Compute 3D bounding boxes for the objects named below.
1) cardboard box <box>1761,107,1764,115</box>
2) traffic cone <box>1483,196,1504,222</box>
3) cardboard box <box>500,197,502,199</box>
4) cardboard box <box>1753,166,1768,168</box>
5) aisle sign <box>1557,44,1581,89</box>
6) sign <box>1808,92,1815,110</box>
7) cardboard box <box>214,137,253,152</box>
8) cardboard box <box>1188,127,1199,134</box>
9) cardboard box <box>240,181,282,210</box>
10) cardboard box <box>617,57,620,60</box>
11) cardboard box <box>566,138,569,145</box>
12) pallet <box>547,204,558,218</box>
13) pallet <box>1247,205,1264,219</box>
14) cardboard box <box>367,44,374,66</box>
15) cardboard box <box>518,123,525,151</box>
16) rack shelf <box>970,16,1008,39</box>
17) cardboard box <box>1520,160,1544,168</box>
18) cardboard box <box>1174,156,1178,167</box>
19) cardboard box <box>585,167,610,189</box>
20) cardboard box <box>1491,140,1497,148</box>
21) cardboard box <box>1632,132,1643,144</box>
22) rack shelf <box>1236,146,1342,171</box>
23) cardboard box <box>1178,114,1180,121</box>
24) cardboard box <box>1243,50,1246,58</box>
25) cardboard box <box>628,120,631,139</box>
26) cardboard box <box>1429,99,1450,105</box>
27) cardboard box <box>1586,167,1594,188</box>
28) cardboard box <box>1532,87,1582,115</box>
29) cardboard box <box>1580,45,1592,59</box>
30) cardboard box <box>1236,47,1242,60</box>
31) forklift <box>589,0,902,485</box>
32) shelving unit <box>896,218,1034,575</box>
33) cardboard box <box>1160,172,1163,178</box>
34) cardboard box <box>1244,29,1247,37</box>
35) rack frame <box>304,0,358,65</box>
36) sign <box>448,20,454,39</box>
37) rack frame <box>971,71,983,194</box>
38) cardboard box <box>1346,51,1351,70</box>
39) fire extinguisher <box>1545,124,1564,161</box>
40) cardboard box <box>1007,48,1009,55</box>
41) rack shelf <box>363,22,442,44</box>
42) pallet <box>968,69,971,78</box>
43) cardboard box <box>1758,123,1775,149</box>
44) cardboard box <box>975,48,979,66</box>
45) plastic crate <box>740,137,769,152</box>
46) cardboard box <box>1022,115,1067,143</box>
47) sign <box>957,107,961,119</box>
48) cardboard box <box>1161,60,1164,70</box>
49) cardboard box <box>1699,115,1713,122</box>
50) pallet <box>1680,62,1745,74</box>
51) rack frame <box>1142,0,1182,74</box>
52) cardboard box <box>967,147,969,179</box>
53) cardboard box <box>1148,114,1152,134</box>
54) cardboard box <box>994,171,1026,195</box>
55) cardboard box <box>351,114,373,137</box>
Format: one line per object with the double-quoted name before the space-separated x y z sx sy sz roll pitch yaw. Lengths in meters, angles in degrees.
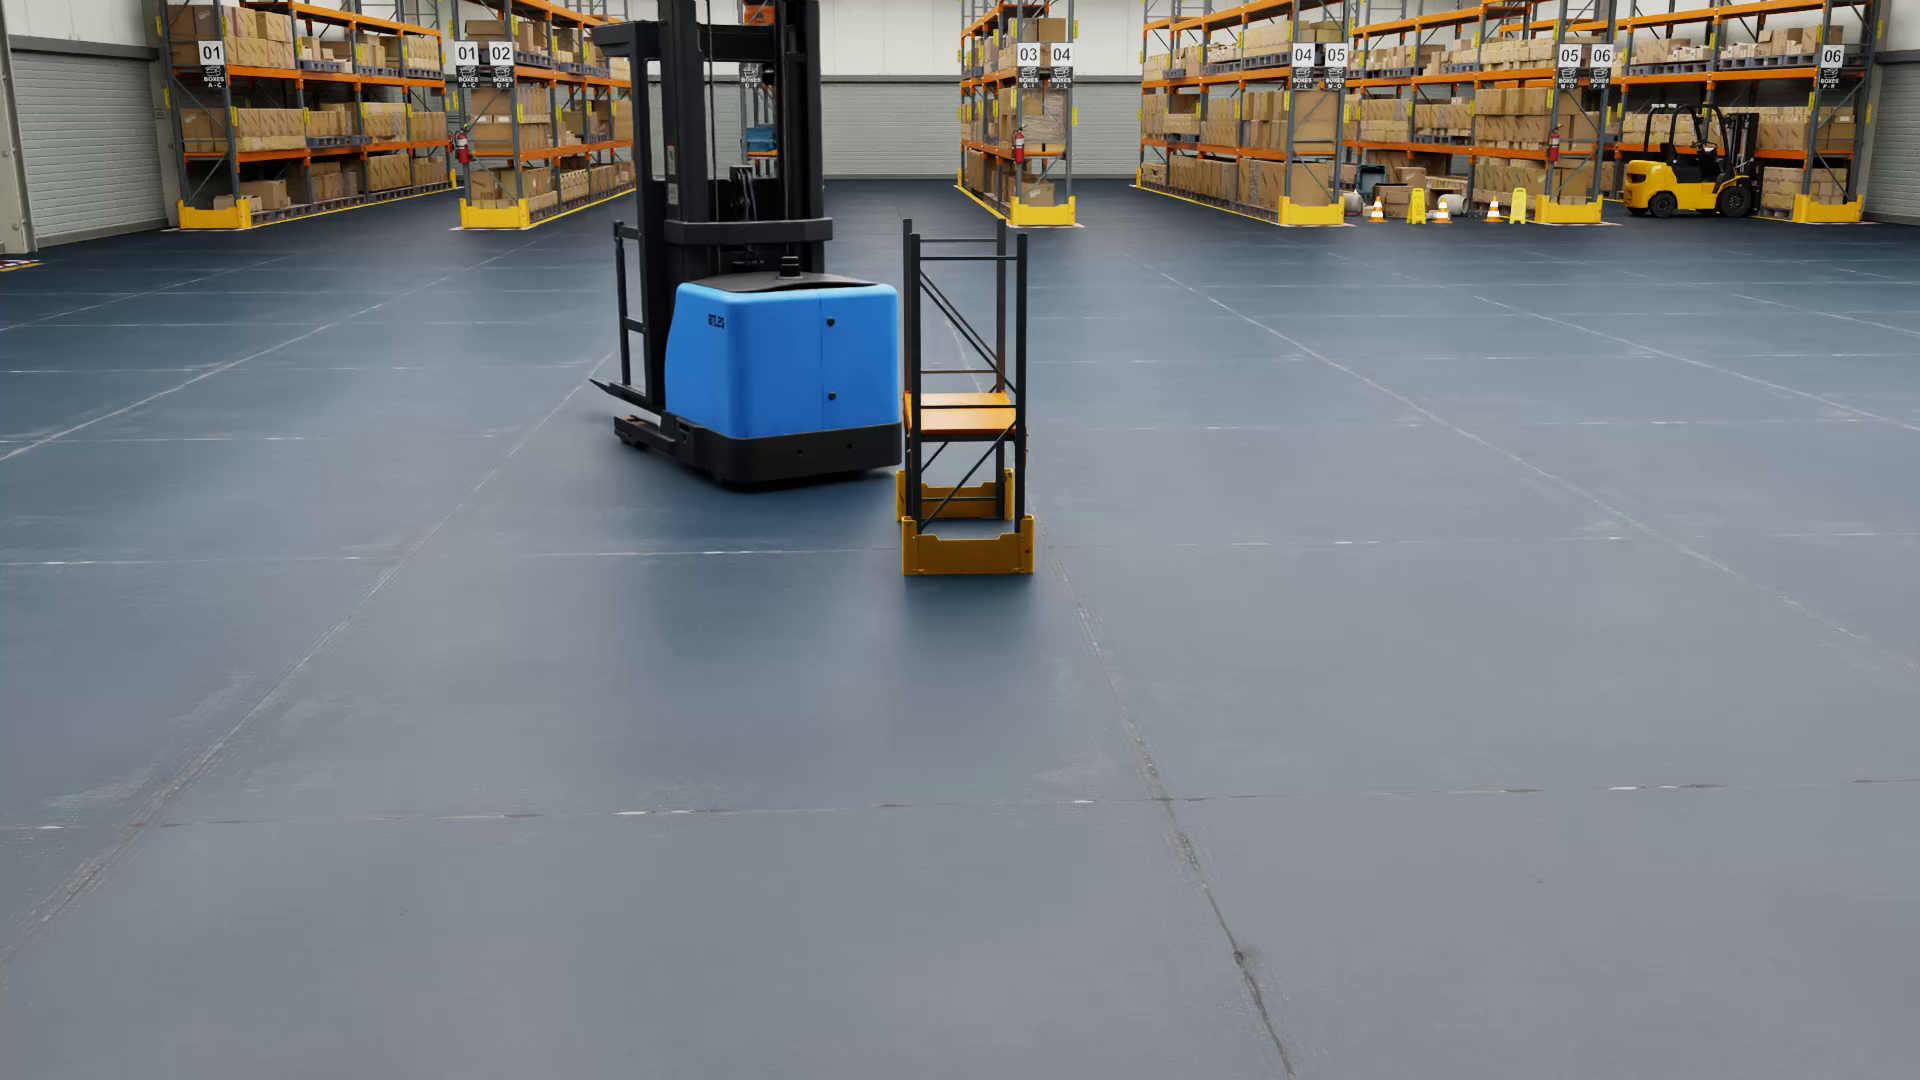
"cardboard box" 16.036 -8.458 32.779 0.380 0.149 0.250 -1 14 -3
"traffic cone" 10.102 -6.265 31.446 0.336 0.463 0.334 -1 14 -3
"cardboard box" -8.734 -6.226 30.880 0.500 0.250 0.500 -1 14 -3
"cardboard box" 15.927 -7.328 33.156 0.500 0.250 0.500 -1 14 -5
"aisle sign" 11.130 -8.645 30.391 0.394 0.787 0.004 -1 14 -3
"sign" 15.827 -8.154 30.900 0.100 0.325 0.005 -1 14 -3
"cardboard box" -13.020 -7.087 29.812 0.500 0.250 0.500 -1 14 -5
"cardboard box" 5.497 -9.492 38.558 0.380 0.149 0.250 -1 14 -3
"cardboard box" -13.291 -6.525 31.500 0.700 0.500 0.500 -2 15 -7
"cardboard box" -9.221 -12.690 43.100 0.700 0.500 0.500 -1 14 -3
"cardboard box" -8.723 -8.653 36.141 0.380 0.149 0.250 0 14 1
"pallet" -8.603 -6.547 33.049 1.003 0.211 1.213 -1 14 -3
"pallet" 6.281 -6.455 32.689 1.003 0.211 1.213 -1 14 -3
"cardboard box" -14.039 -11.239 38.584 0.700 0.500 0.500 -1 14 -3
"cardboard box" -8.416 -7.397 30.553 0.700 0.500 0.500 -1 14 -2
"rack shelf" 0.905 -12.104 39.255 1.077 0.370 4.000 -1 14 -3
"cardboard box" 11.016 -7.241 32.017 0.380 0.149 0.250 0 14 -2
"cardboard box" 5.556 -9.325 40.917 0.500 0.250 0.500 0 14 -2
"cardboard box" -8.737 -8.722 40.039 0.500 0.500 0.500 -1 14 -3
"cardboard box" 10.962 -8.006 33.629 0.380 0.149 0.250 0 14 -2
"cardboard box" 15.684 -9.162 37.915 0.500 0.250 0.500 -1 14 -5
"rack shelf" 6.358 -7.454 32.420 1.077 0.370 4.000 -1 14 -3
"cardboard box" 5.420 -10.101 39.731 0.380 0.149 0.250 0 14 -1
"cardboard box" 5.917 -9.787 33.484 0.380 0.149 0.250 -1 14 -4
"cardboard box" -9.019 -10.893 44.142 0.500 0.500 0.500 -1 14 -3
"cardboard box" 11.134 -10.055 38.879 0.500 0.500 0.500 -1 14 -5
"cardboard box" 15.578 -8.823 40.471 0.500 0.500 0.500 0 14 -1
"cardboard box" 11.166 -8.207 31.098 0.700 0.500 0.500 -1 14 -5
"cardboard box" 11.651 -9.060 30.902 0.500 0.250 0.500 -1 14 -4
"cardboard box" 6.030 -10.105 34.517 0.500 0.250 0.500 -1 14 -3
"forklift" -1.507 -2.038 10.067 1.130 2.935 3.031 -8 17 -29
"shelving unit" 0.005 -0.707 7.766 0.587 1.500 1.083 -1 14 -3
"cardboard box" 5.372 -9.396 42.808 0.380 0.149 0.250 -2 15 -6
"cardboard box" 5.917 -10.173 33.385 0.380 0.149 0.250 -1 14 -3
"rack frame" -13.802 -11.919 36.291 1.000 3.000 0.127 -1 14 -3
"sign" -8.905 -8.939 29.113 0.100 0.325 0.005 -1 14 -3
"rack frame" 0.781 -10.238 41.796 1.000 3.000 0.127 -1 14 -3
"cardboard box" 10.400 -12.635 43.849 0.500 0.500 0.500 -1 14 -2
"fire extinguisher" 10.963 -7.333 30.663 0.296 0.674 0.183 -1 14 -3
"cardboard box" 1.108 -9.412 32.068 0.380 0.149 0.250 -1 14 -5
"rack shelf" -14.174 -12.869 42.230 1.077 0.370 4.000 -1 14 -3
"pallet" 0.741 -11.851 42.225 1.003 0.211 1.213 -1 14 -3
"cardboard box" 16.022 -7.907 32.538 0.500 0.500 0.500 -1 14 -4
"cardboard box" 0.673 -12.184 42.098 0.700 0.500 0.500 -2 15 -7
"plastic crate" -3.748 -7.225 30.384 0.499 0.251 0.616 -1 14 -3
"cardboard box" 1.518 -7.583 30.681 0.875 0.500 0.500 -1 14 -3
"sign" -0.021 -11.683 45.517 0.100 0.325 0.005 -1 14 -3
"cardboard box" 5.435 -12.152 42.513 0.500 0.250 0.500 -1 15 -6
"cardboard box" 15.879 -8.923 35.183 0.380 0.149 0.250 0 14 -2
"pallet" 16.054 -10.058 35.461 0.805 0.209 1.217 -1 15 -6
"rack frame" 5.490 -14.189 45.115 1.000 3.000 0.127 -1 14 -3
"cardboard box" 0.653 -10.249 45.261 0.875 0.875 0.875 -1 14 -3
"cardboard box" 5.319 -11.106 44.373 0.500 0.500 0.500 -1 14 -3
"cardboard box" 1.138 -7.941 37.005 0.700 0.500 0.500 -2 15 -8
"cardboard box" -13.577 -9.340 37.471 0.500 0.500 0.500 0 14 -2
